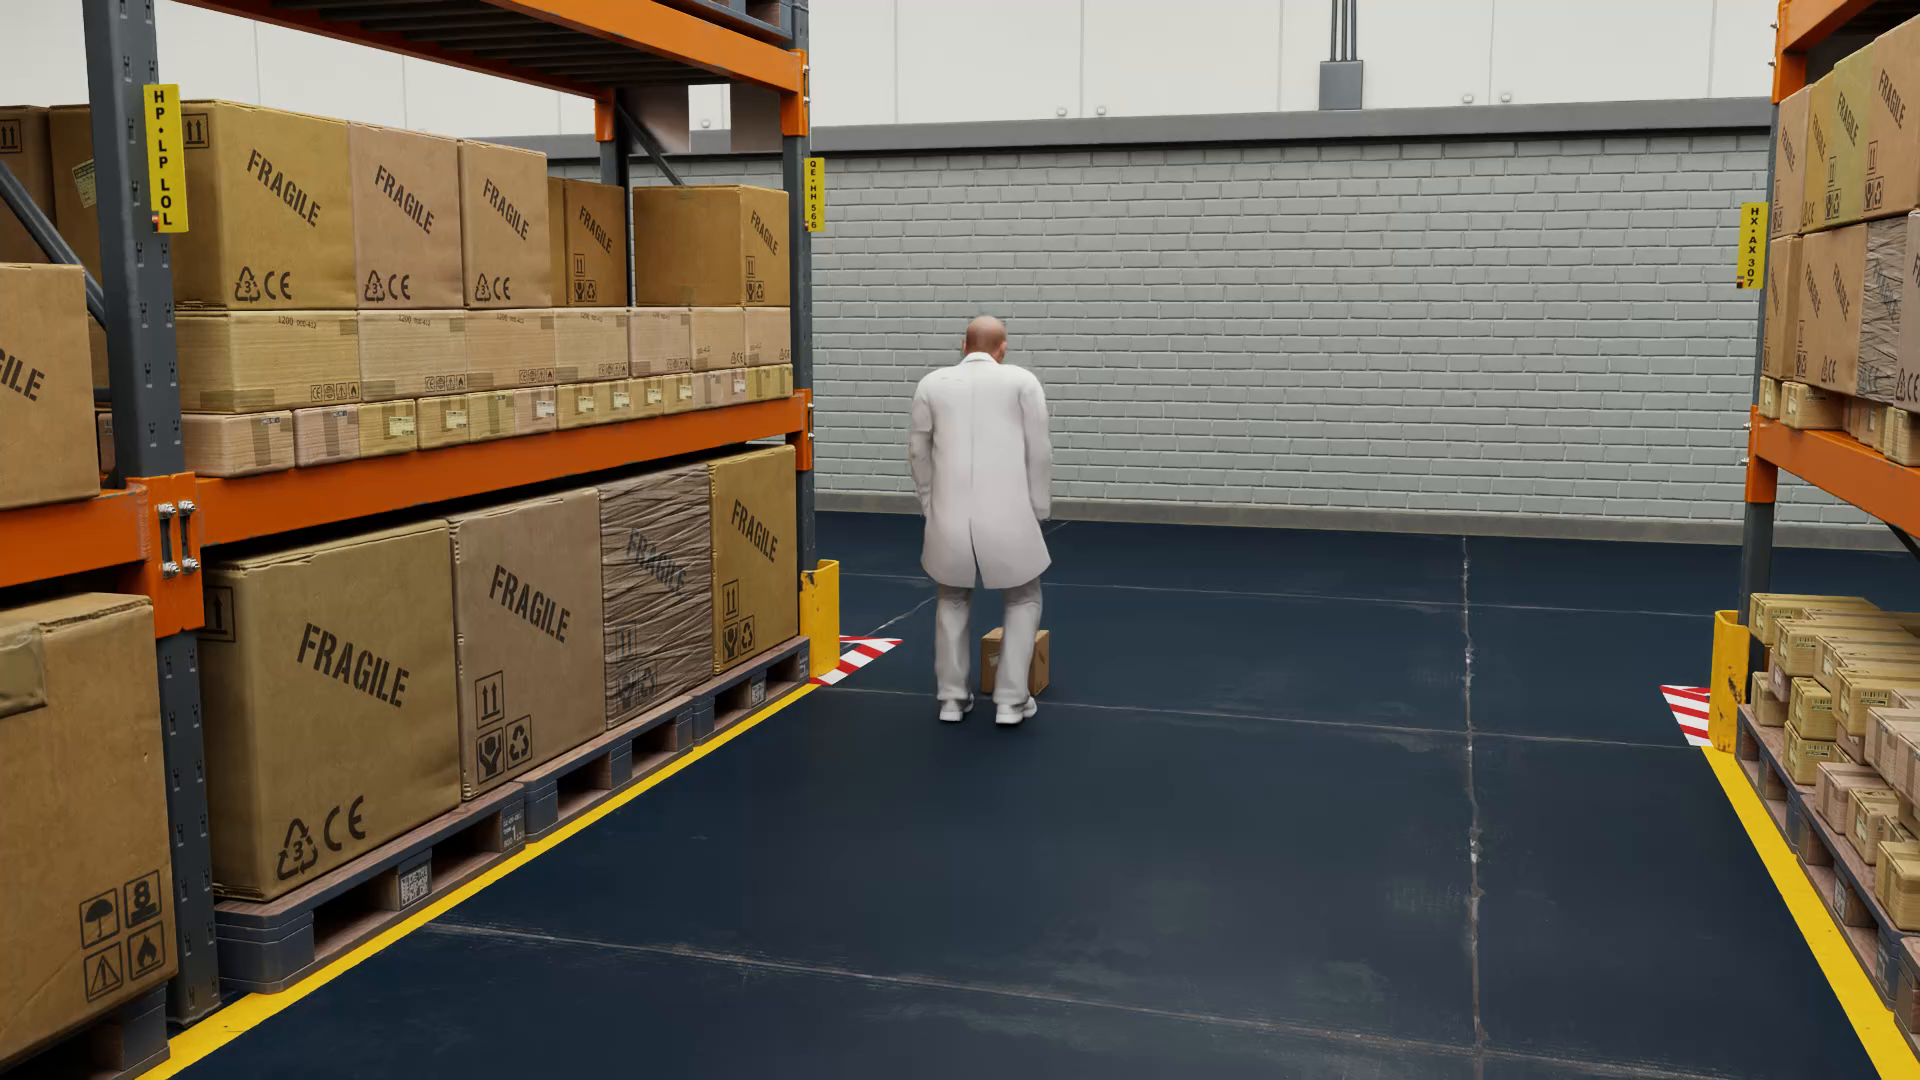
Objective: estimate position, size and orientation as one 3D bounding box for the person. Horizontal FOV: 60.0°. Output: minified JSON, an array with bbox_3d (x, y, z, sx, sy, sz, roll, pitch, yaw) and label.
[{"bbox_3d":[0.078,-0.084,6.881,0.607,1.672,0.503,2,9,16],"label":"person"}]
